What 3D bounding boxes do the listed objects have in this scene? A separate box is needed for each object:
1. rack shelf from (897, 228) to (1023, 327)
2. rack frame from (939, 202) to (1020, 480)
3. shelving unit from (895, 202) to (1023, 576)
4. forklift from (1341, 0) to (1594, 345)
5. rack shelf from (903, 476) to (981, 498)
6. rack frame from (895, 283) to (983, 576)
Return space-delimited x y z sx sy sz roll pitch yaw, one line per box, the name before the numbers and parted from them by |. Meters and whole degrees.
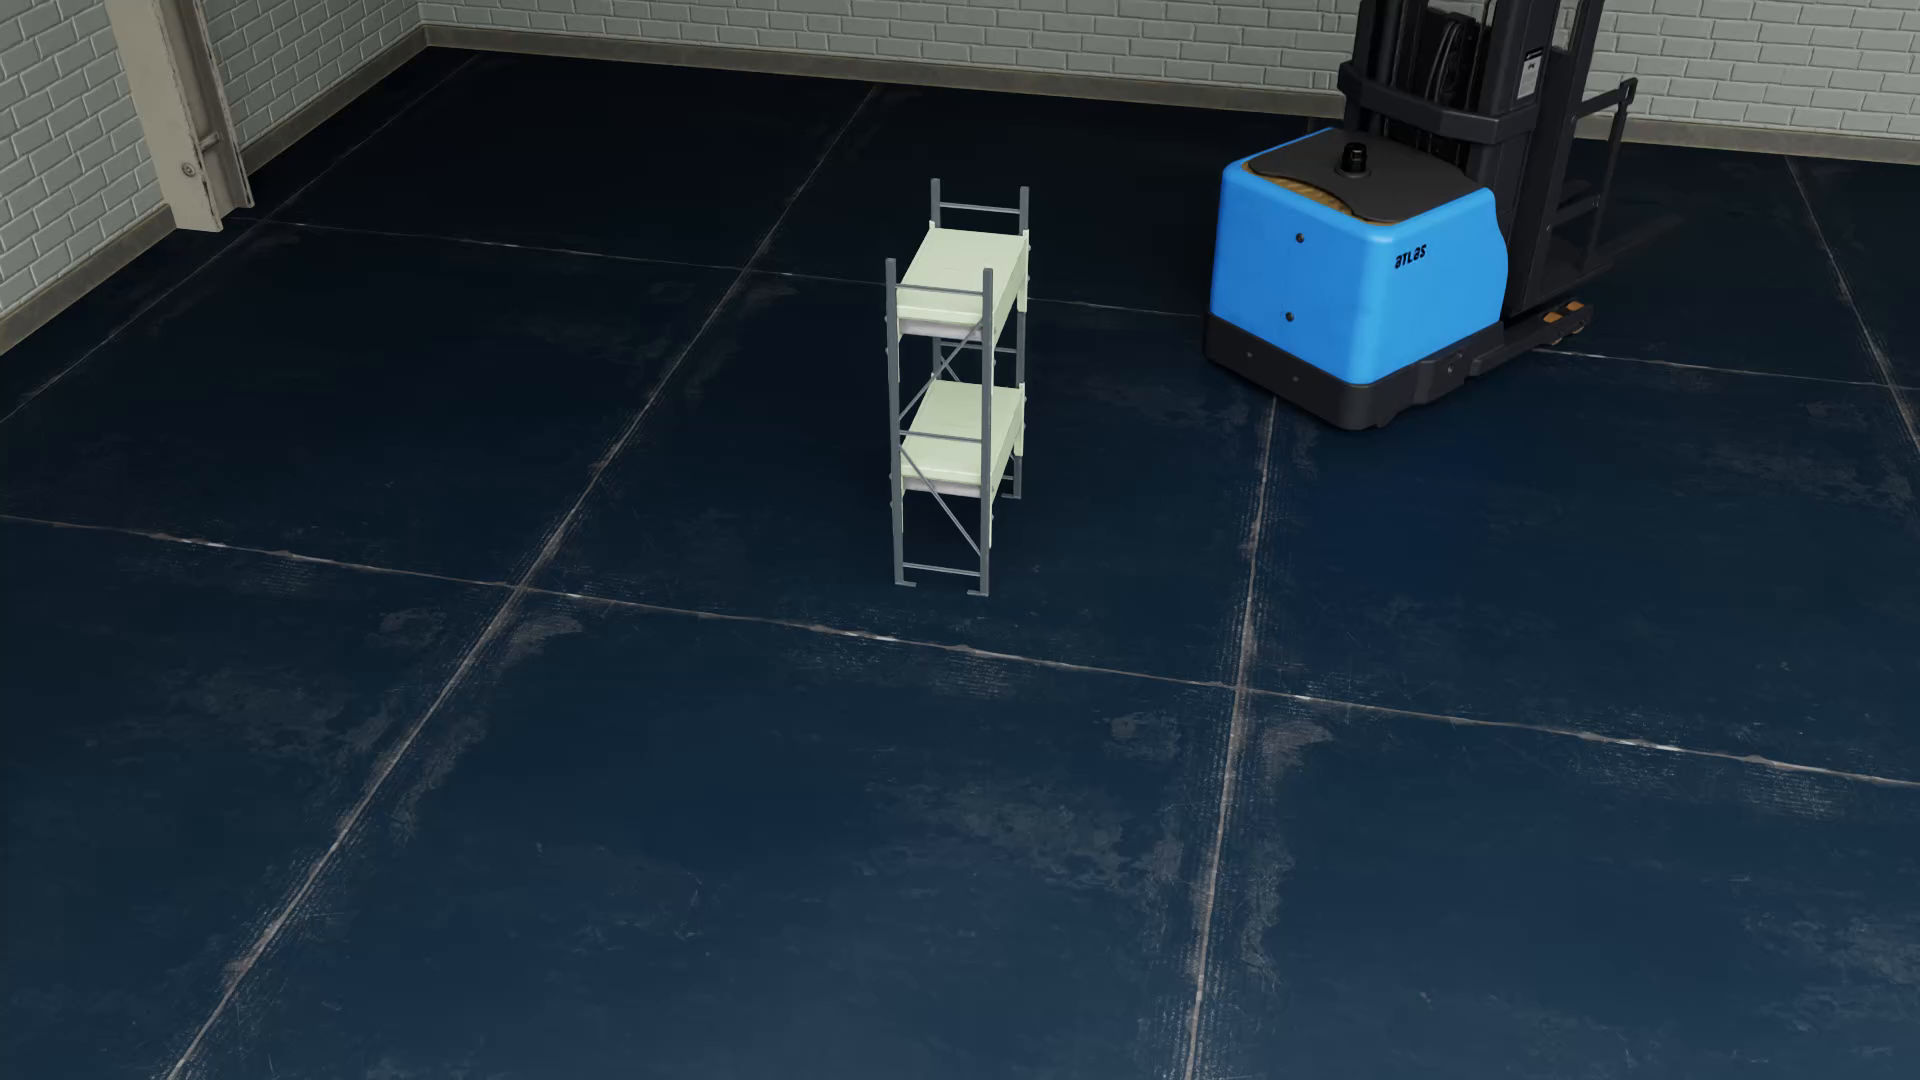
rack shelf | 0.001 -1.035 6.508 0.368 0.052 0.686 7 37 10
rack frame | 0.078 -0.821 7.105 0.380 1.308 0.010 7 37 10
shelving unit | 0.000 -0.611 6.815 0.380 1.308 0.742 7 37 10
forklift | 2.700 -2.413 8.081 3.031 2.935 1.109 -25 43 -31
rack shelf | 0.001 -0.405 6.964 0.332 0.071 0.664 7 37 10
rack frame | -0.078 -0.401 6.526 0.380 1.308 0.010 7 37 10
